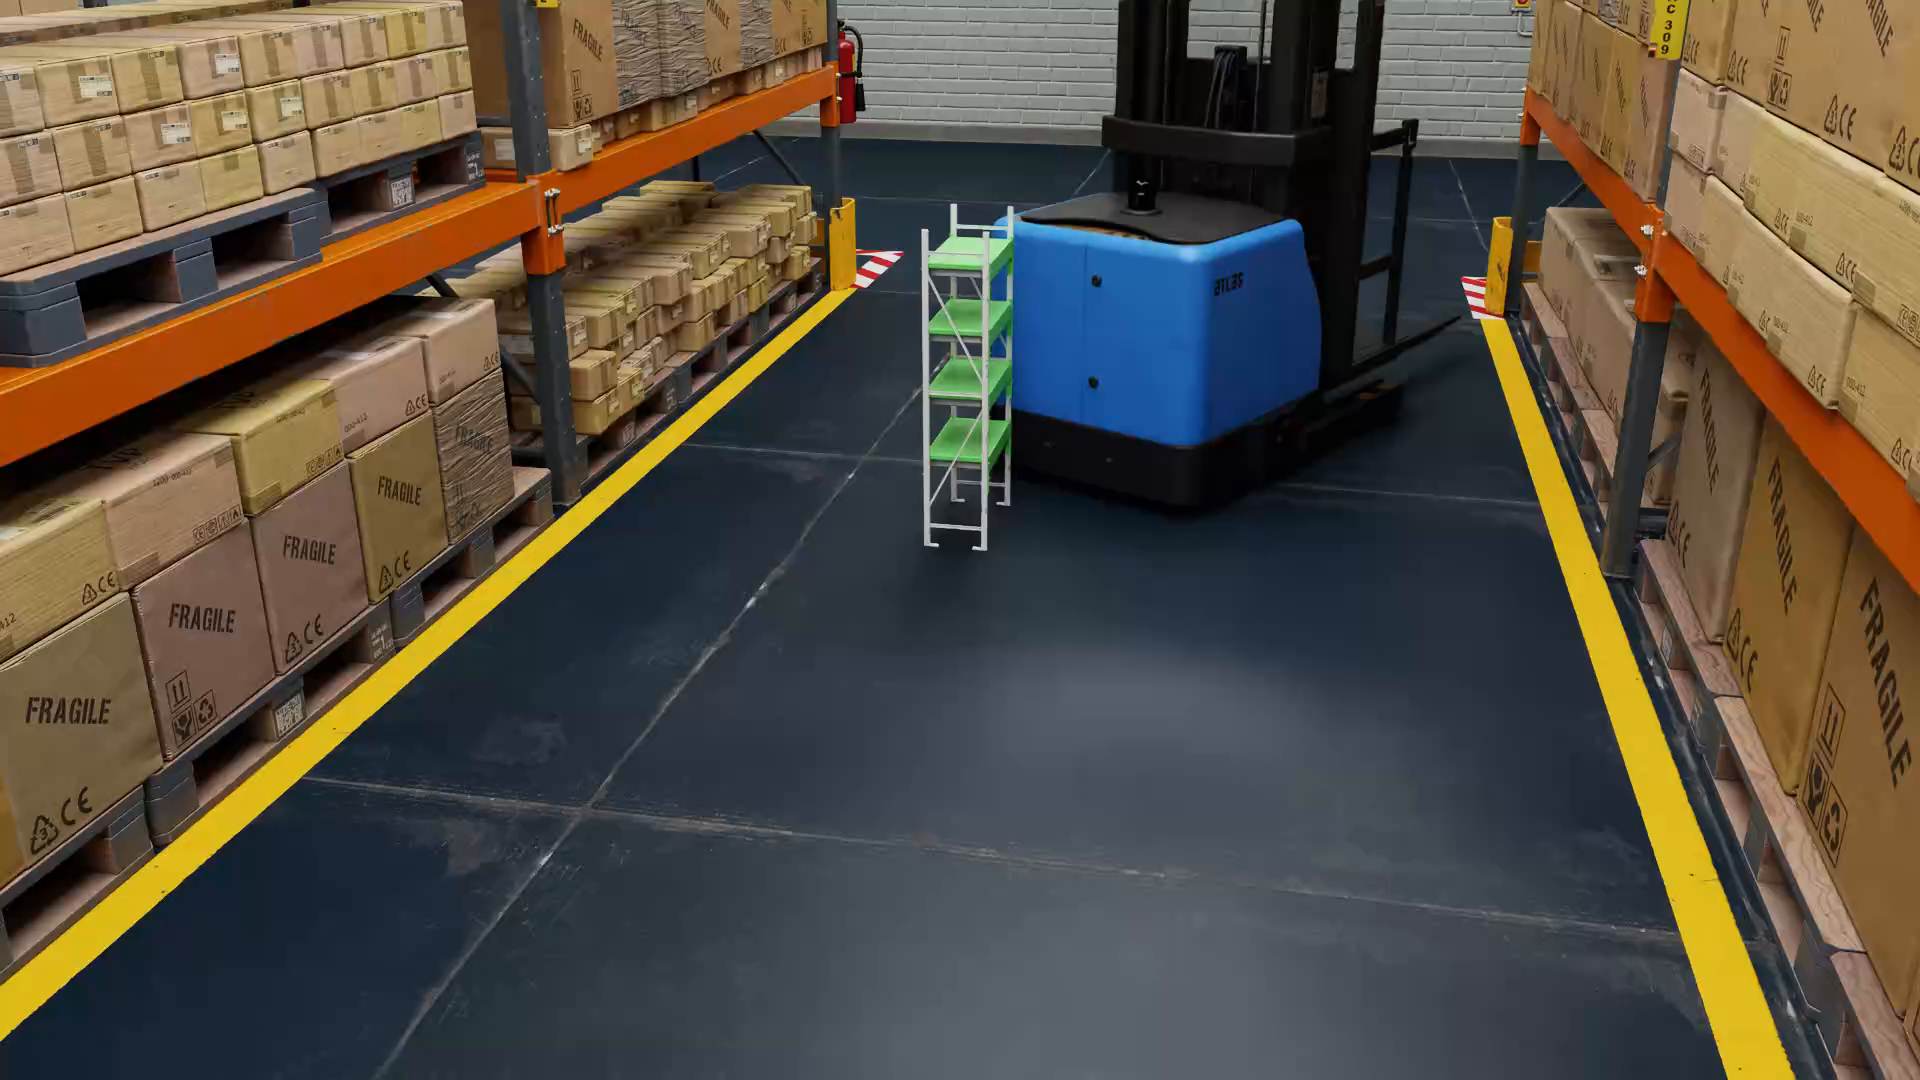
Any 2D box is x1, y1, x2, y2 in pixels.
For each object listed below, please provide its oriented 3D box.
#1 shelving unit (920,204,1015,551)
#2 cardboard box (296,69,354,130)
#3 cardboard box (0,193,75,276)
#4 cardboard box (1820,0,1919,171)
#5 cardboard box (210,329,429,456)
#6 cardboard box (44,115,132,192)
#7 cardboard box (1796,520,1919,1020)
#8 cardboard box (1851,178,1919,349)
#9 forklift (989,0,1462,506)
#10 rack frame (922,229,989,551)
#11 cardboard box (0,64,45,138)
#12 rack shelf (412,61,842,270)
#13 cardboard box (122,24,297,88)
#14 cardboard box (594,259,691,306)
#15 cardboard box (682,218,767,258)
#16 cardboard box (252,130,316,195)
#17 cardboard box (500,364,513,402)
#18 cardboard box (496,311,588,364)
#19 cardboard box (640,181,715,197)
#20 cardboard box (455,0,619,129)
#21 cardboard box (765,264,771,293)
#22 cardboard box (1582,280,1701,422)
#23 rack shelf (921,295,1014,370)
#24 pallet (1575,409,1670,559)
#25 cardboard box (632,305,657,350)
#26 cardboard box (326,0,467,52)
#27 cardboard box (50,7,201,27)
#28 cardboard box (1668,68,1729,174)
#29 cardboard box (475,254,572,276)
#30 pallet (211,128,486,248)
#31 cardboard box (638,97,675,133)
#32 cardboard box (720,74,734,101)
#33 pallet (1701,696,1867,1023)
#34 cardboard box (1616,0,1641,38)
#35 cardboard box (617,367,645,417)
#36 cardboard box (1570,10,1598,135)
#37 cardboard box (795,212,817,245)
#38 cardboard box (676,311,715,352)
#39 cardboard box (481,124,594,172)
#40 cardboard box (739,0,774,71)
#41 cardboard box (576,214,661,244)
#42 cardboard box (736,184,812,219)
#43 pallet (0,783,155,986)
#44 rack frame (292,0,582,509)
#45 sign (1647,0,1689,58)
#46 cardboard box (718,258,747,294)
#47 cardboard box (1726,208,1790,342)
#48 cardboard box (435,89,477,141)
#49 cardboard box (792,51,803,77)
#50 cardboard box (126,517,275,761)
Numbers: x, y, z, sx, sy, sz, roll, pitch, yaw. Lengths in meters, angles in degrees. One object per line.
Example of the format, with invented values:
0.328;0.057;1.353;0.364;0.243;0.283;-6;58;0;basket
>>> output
0.034;-0.617;6.280;0.258;1.200;0.503;4;22;11;shelving unit
-2.086;-1.344;5.051;0.380;0.149;0.250;4;22;9;cardboard box
-2.353;-0.732;3.931;0.380;0.149;0.250;5;23;13;cardboard box
2.173;-1.045;3.462;0.500;0.500;0.500;4;22;10;cardboard box
-2.064;-0.480;5.310;0.500;0.250;0.500;6;23;13;cardboard box
-2.301;-0.961;4.102;0.380;0.149;0.250;4;22;10;cardboard box
2.418;0.446;3.512;0.875;0.875;0.875;5;22;12;cardboard box
2.045;-0.508;3.131;0.500;0.250;0.500;4;22;10;cardboard box
1.421;-1.974;7.331;1.130;2.935;3.031;17;27;35;forklift
-0.016;-0.528;6.058;0.240;1.200;0.015;4;22;11;rack frame
-2.359;-1.005;3.811;0.380;0.149;0.250;6;23;13;cardboard box
-1.633;-1.973;8.201;1.077;0.370;4.000;4;22;11;rack shelf
-2.147;-1.390;4.767;0.380;0.149;0.250;4;22;9;cardboard box
-1.488;-1.211;7.802;0.380;0.149;0.250;5;22;12;cardboard box
-1.236;-1.590;8.743;0.380;0.149;0.250;5;23;13;cardboard box
-2.136;-1.114;4.878;0.380;0.149;0.250;3;22;9;cardboard box
-2.160;-0.706;7.345;0.380;0.149;0.250;5;22;12;cardboard box
-1.768;-0.834;6.867;0.380;0.149;0.250;5;23;13;cardboard box
-1.664;-2.021;9.814;0.380;0.149;0.250;3;22;8;cardboard box
-1.693;-1.922;6.578;0.500;0.500;0.500;4;22;10;cardboard box
-1.257;-1.419;9.116;0.380;0.149;0.250;5;22;11;cardboard box
3.241;-0.790;7.168;0.875;0.438;0.875;4;22;9;cardboard box
0.034;-0.780;6.214;0.258;0.148;0.480;4;22;11;rack shelf
3.057;-0.214;6.602;1.003;0.211;1.213;4;22;11;pallet
-1.618;-0.984;7.637;0.380;0.149;0.250;3;22;8;cardboard box
-1.932;-1.768;5.706;0.380;0.149;0.250;5;23;13;cardboard box
-2.678;-1.625;5.351;0.380;0.149;0.250;5;22;11;cardboard box
2.460;-1.258;4.994;0.500;0.250;0.500;4;22;9;cardboard box
-2.072;-1.257;7.917;0.380;0.149;0.250;3;22;8;cardboard box
-2.339;-1.218;5.620;1.003;0.211;1.213;4;22;11;pallet
-1.503;-1.926;7.456;0.380;0.149;0.250;5;22;12;cardboard box
-1.364;-2.317;8.427;0.380;0.149;0.250;4;22;9;cardboard box
2.495;0.794;4.100;1.003;0.211;1.213;4;22;11;pallet
2.763;-2.124;6.140;0.500;0.500;0.500;4;22;10;cardboard box
-1.598;-0.654;7.216;0.380;0.149;0.250;5;22;13;cardboard box
2.979;-2.035;7.256;0.500;0.500;0.500;5;23;13;cardboard box
-1.053;-1.834;9.748;0.380;0.149;0.250;4;22;9;cardboard box
-1.427;-1.034;8.160;0.380;0.149;0.250;4;22;9;cardboard box
-1.663;-1.538;6.493;0.380;0.149;0.250;5;23;13;cardboard box
-1.269;-2.665;8.423;0.500;0.500;0.500;5;22;11;cardboard box
-1.815;-1.631;8.846;0.380;0.149;0.250;5;23;13;cardboard box
-1.085;-1.974;9.697;0.380;0.149;0.250;5;22;12;cardboard box
-2.696;0.895;3.848;1.003;0.211;1.213;4;22;11;pallet
-2.041;-1.576;6.250;1.000;3.000;0.127;4;22;11;rack frame
2.282;-1.715;5.332;0.100;0.325;0.005;4;22;11;sign
-1.321;-1.361;8.574;0.380;0.149;0.250;6;23;14;cardboard box
2.253;-0.649;4.151;0.500;0.250;0.500;4;22;10;cardboard box
-1.928;-1.493;5.821;0.380;0.149;0.250;4;22;10;cardboard box
-1.102;-2.693;9.361;0.380;0.149;0.250;4;22;11;cardboard box
-2.264;0.241;4.525;0.500;0.500;0.500;4;22;10;cardboard box
